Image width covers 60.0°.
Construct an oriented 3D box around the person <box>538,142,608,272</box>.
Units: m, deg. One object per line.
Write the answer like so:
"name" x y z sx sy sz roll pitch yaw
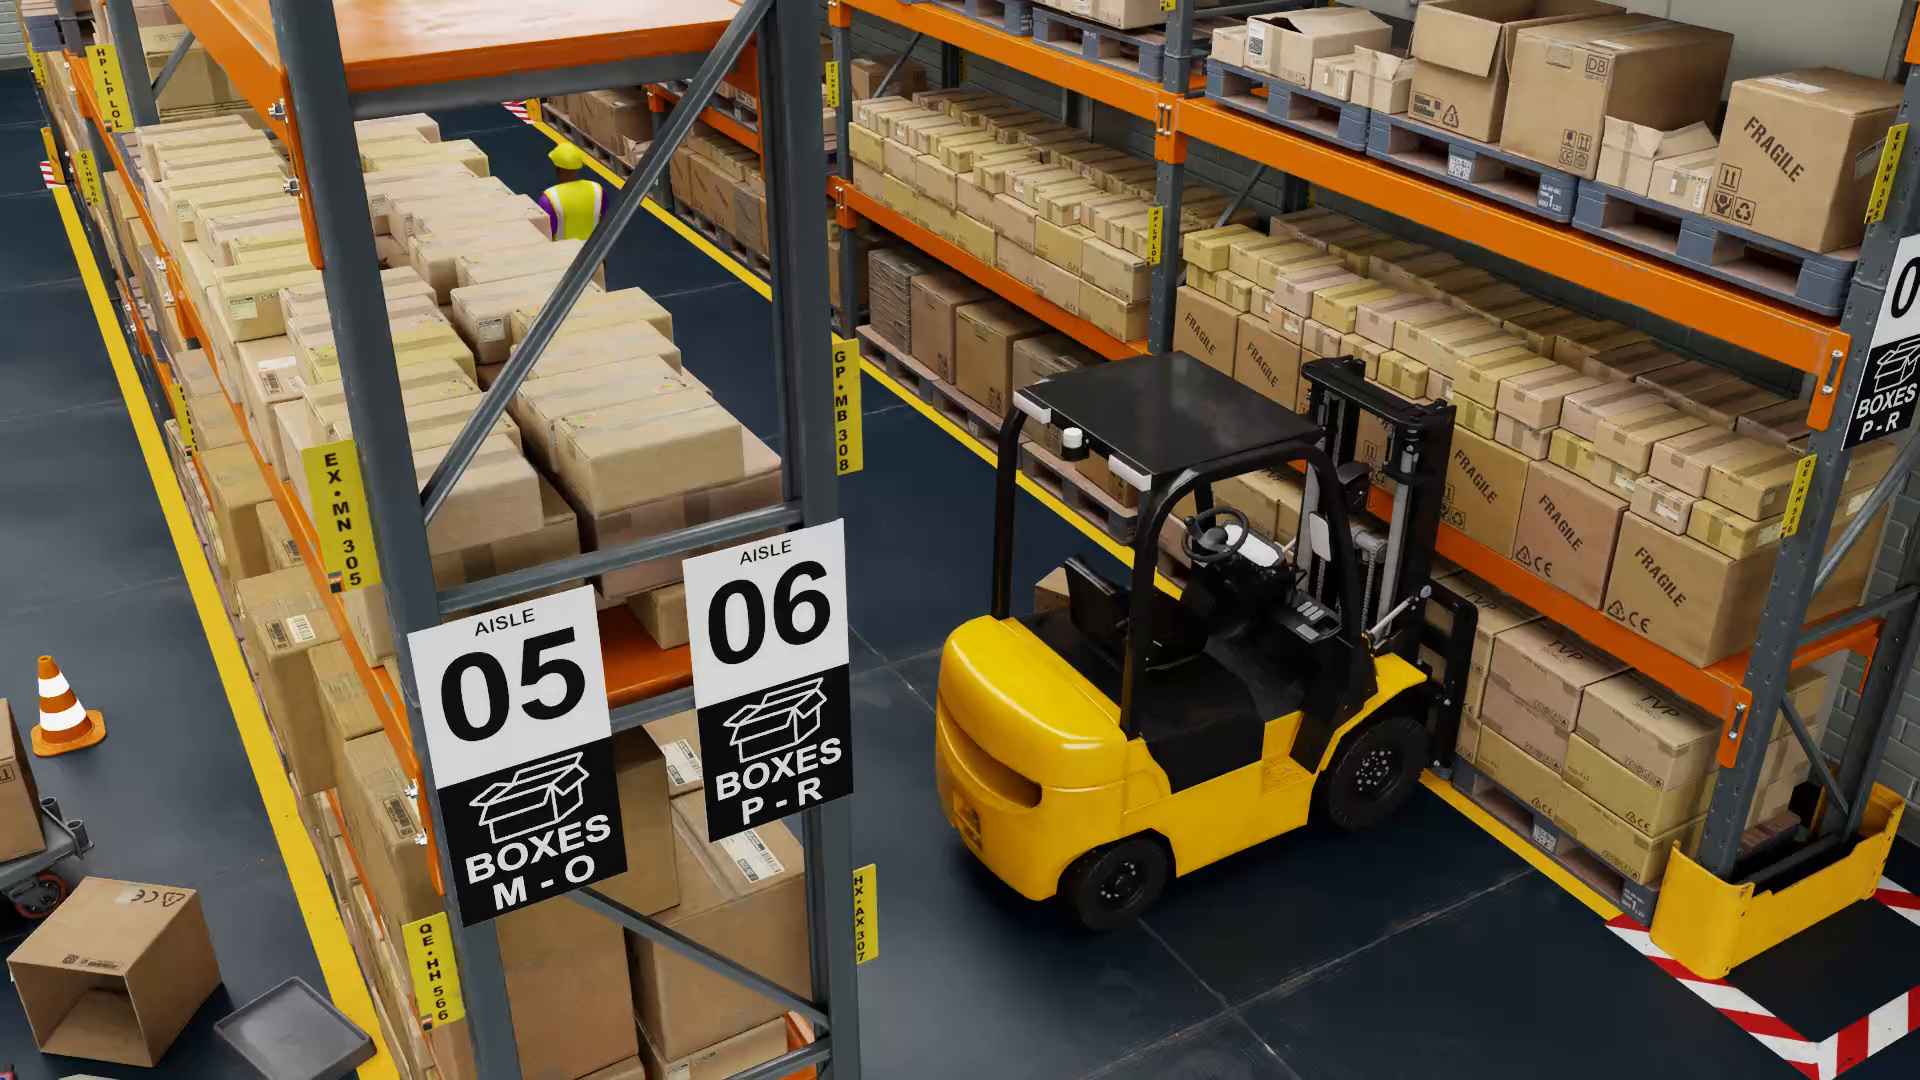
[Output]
"person" -2.841 -2.061 12.247 0.563 1.767 0.456 -18 33 -29
